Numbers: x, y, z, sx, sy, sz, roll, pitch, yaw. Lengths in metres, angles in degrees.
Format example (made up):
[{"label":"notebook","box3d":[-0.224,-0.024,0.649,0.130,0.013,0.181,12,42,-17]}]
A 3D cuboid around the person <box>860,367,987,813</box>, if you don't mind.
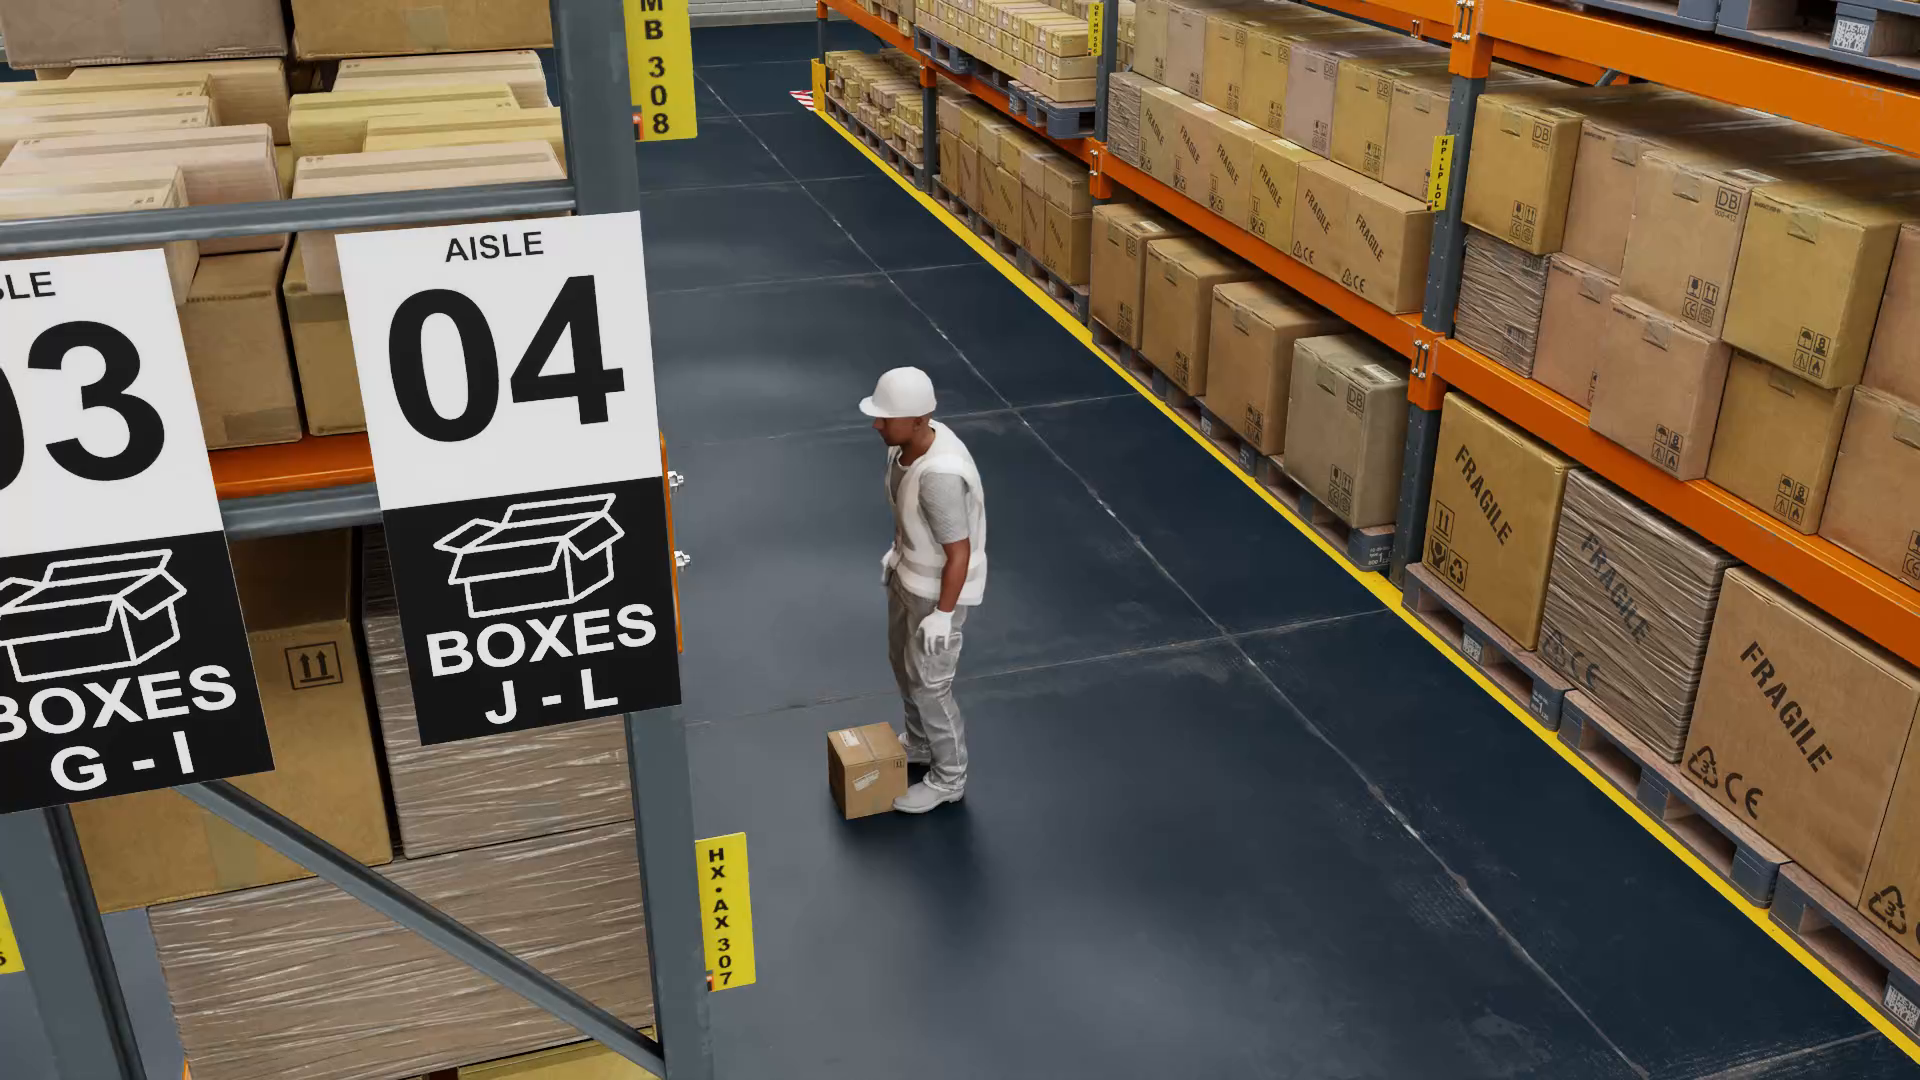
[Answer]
[{"label":"person","box3d":[-0.145,0.175,6.244,0.449,1.773,0.614,-9,27,-17]}]
